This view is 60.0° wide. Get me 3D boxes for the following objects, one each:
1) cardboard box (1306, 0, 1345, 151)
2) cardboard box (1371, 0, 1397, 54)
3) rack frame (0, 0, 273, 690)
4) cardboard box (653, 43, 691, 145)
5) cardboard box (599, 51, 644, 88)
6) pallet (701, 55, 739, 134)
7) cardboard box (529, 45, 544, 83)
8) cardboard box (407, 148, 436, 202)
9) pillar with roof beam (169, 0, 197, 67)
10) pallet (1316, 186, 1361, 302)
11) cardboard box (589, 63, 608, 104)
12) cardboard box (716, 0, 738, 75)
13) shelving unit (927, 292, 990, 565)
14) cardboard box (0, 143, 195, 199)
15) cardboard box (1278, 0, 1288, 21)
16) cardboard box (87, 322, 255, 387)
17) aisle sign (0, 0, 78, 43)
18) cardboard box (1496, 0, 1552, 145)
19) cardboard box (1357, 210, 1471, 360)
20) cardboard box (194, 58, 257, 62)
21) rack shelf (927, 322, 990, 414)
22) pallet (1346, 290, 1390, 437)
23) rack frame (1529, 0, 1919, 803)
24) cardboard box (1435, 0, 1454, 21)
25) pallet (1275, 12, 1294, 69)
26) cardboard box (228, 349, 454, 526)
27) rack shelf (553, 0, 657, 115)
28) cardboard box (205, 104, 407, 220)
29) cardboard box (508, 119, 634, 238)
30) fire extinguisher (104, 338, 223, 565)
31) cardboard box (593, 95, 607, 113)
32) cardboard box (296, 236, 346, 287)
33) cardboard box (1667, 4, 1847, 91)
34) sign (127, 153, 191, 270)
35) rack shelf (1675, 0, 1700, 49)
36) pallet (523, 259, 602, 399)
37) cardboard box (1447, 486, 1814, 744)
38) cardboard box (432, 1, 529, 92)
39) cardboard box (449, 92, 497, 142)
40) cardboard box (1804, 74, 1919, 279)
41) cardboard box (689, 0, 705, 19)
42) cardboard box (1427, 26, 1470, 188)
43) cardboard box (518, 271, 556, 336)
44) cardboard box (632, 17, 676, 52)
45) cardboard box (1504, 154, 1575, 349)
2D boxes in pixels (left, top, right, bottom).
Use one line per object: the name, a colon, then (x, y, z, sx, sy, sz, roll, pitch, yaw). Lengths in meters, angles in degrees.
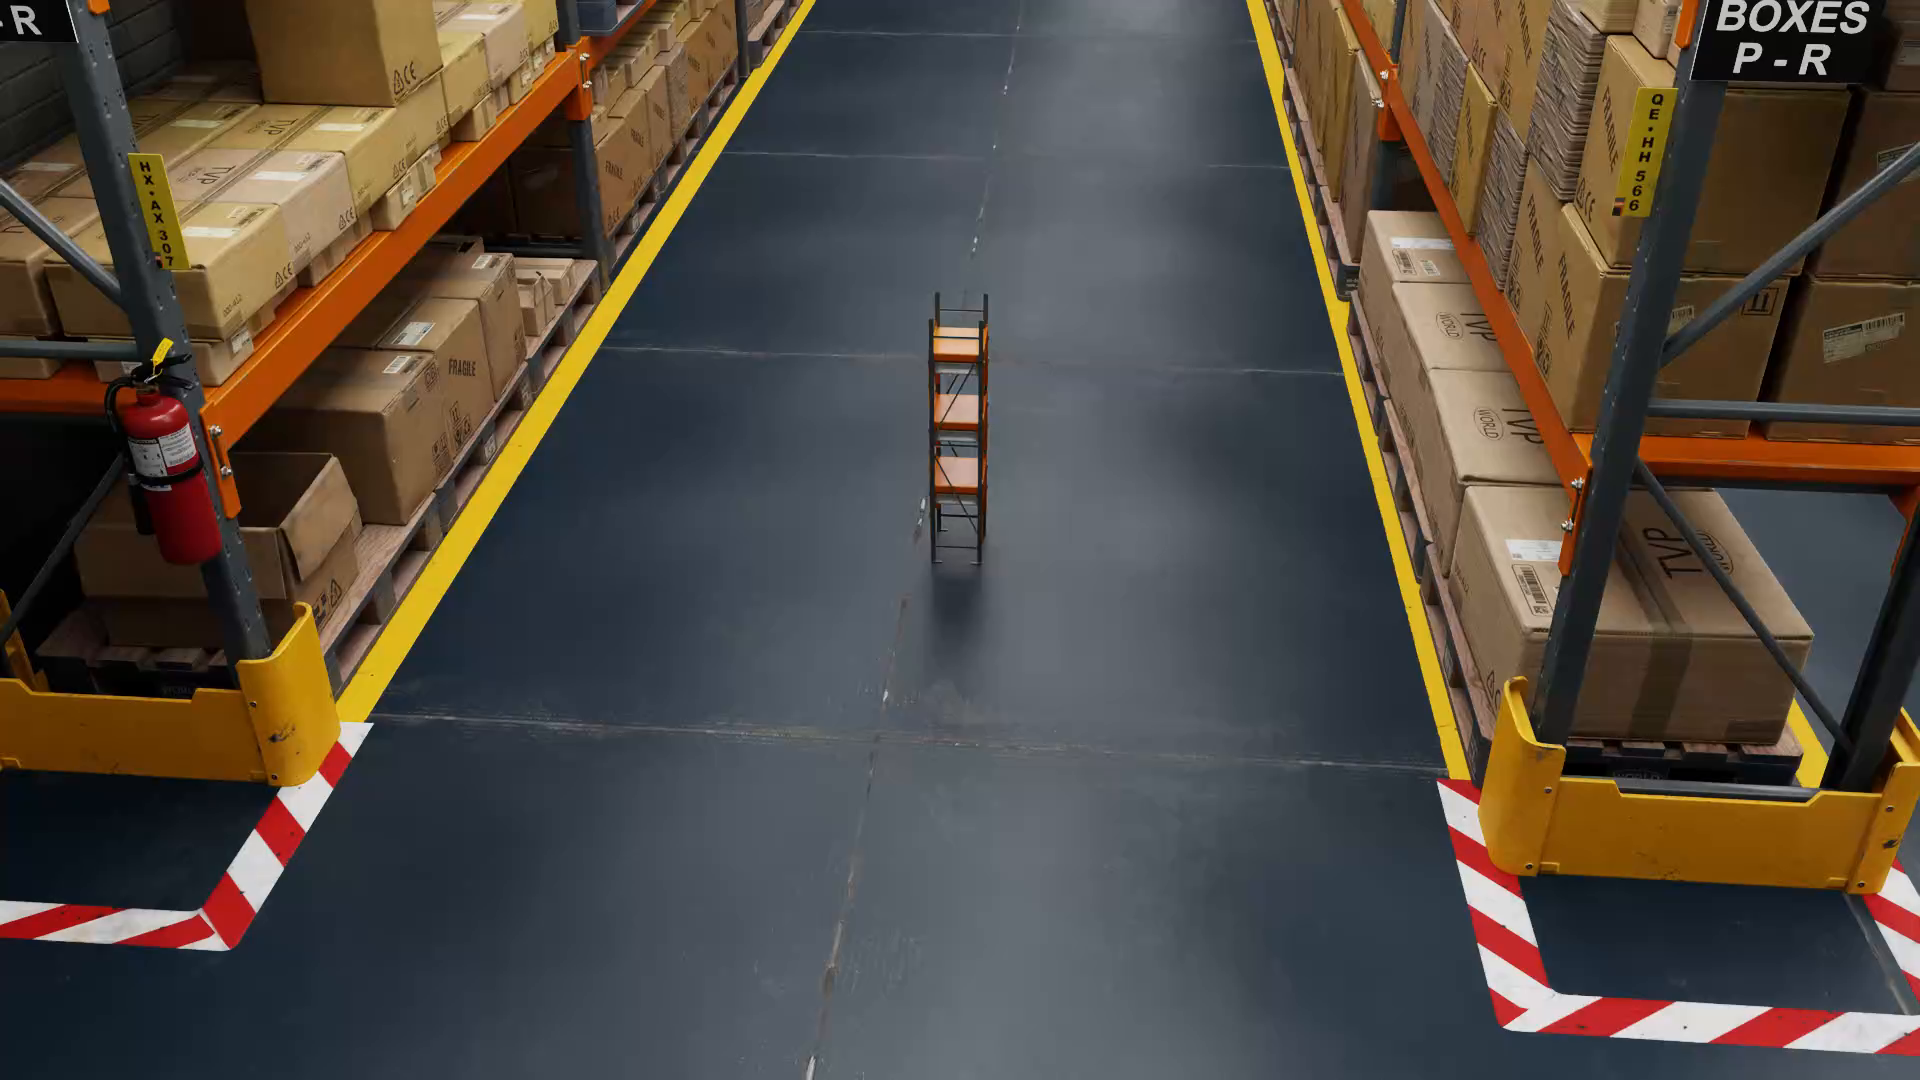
cardboard box: (2.670, -2.965, 10.327, 0.875, 0.875, 0.875, 3, 32, 5)
cardboard box: (2.346, -2.605, 8.260, 0.500, 0.250, 0.500, 2, 32, 3)
rack frame: (-2.713, -0.542, 4.770, 1.000, 3.000, 0.127, 2, 32, 4)
cardboard box: (-1.996, -2.802, 10.420, 0.500, 0.500, 0.500, 1, 32, 2)
cardboard box: (-2.071, -2.756, 9.727, 0.380, 0.149, 0.250, 2, 32, 4)
pallet: (-2.160, -3.149, 11.658, 1.003, 0.211, 1.213, 2, 32, 4)
cardboard box: (-2.161, -2.212, 7.719, 0.380, 0.149, 0.250, 3, 32, 5)
cardboard box: (-2.257, -1.405, 6.410, 0.380, 0.149, 0.250, 3, 32, 5)
pillar with roof beam: (0.949, -4.678, 5.763, 9.100, 9.000, 0.400, 2, 32, 4)
pallet: (2.548, -1.643, 9.214, 1.003, 0.211, 1.213, 2, 32, 4)
cardboard box: (-2.119, -2.465, 8.971, 0.380, 0.149, 0.250, 1, 32, 2)
cardboard box: (-1.881, -3.609, 11.730, 0.500, 0.500, 0.500, 3, 32, 5)
shelving unit: (-0.004, -0.419, 6.429, 0.215, 1.050, 0.252, 2, 32, 4)
cardboard box: (-2.896, -1.126, 5.577, 0.500, 0.250, 0.500, 3, 32, 4)
cardboard box: (2.994, -4.256, 12.901, 0.950, 0.372, 0.625, 2, 32, 3)
cardboard box: (-2.412, -0.595, 5.096, 0.380, 0.149, 0.250, 2, 32, 4)
aisle sign: (-2.425, -1.600, 4.009, 0.394, 0.787, 0.004, 2, 32, 4)
cardboard box: (2.094, -1.595, 5.431, 0.500, 0.500, 0.500, 2, 32, 4)
cardboard box: (2.402, -1.187, 7.860, 0.875, 0.438, 0.875, 2, 32, 3)
cardboard box: (-2.774, -1.916, 6.860, 0.500, 0.250, 0.500, 3, 32, 5)
rack shelf: (-0.004, -0.652, 6.286, 0.215, 0.259, 0.240, 2, 32, 4)
pallet: (2.421, -0.842, 7.915, 1.003, 0.211, 1.213, 2, 32, 4)
rack frame: (2.235, -0.332, 4.429, 1.000, 3.000, 0.127, 2, 32, 4)
cardboard box: (2.233, -2.389, 6.719, 0.500, 0.500, 0.500, 2, 32, 3)
pallet: (2.951, -3.736, 12.611, 1.003, 0.211, 1.213, 2, 32, 4)
cardboard box: (-2.460, -0.417, 6.550, 0.700, 0.500, 0.500, 4, 32, 6)
rack shelf: (-2.224, -3.373, 10.049, 1.077, 0.370, 4.000, 2, 32, 4)
cardboard box: (-2.328, -1.359, 5.956, 0.500, 0.250, 0.500, 2, 32, 3)
cardboard box: (-2.123, -1.991, 9.104, 0.500, 0.500, 0.500, 4, 32, 6)
fire extinguisher: (-2.264, -0.253, 4.731, 0.296, 0.674, 0.183, 2, 32, 4)
cardboard box: (-2.147, -2.348, 9.065, 0.380, 0.149, 0.250, 2, 32, 3)
cardboard box: (-2.369, -0.998, 5.750, 0.380, 0.149, 0.250, 3, 32, 6)
cardboard box: (2.065, -1.272, 4.289, 0.380, 0.149, 0.250, 3, 32, 5)
sign: (-2.172, -0.887, 4.505, 0.100, 0.325, 0.005, 2, 32, 4)
rack shelf: (2.398, -2.348, 5.528, 1.077, 0.370, 4.000, 2, 32, 4)
pallet: (-2.444, -1.087, 8.313, 1.003, 0.211, 1.213, 2, 32, 4)
cardboard box: (2.189, 0.231, 5.558, 0.875, 0.438, 0.875, 1, 32, 2)
cardboard box: (-2.211, -2.157, 7.250, 0.500, 0.250, 0.500, 3, 32, 4)
cardboard box: (-2.199, -1.804, 7.058, 0.380, 0.149, 0.250, 2, 32, 3)
cardboard box: (2.558, -1.039, 4.528, 0.500, 0.500, 0.500, 2, 32, 3)
cardboard box: (-1.906, -3.567, 11.042, 0.380, 0.149, 0.250, 1, 32, 2)
cardboard box: (2.169, -1.709, 6.568, 0.500, 0.500, 0.500, 3, 32, 4)
cardboard box: (-2.169, -1.158, 7.975, 0.396, 0.266, 0.258, 4, 32, 6)
cardboard box: (-1.985, -3.154, 10.373, 0.380, 0.149, 0.250, 1, 32, 2)
cardboard box: (2.066, -0.899, 5.255, 0.500, 0.500, 0.500, 2, 32, 3)
